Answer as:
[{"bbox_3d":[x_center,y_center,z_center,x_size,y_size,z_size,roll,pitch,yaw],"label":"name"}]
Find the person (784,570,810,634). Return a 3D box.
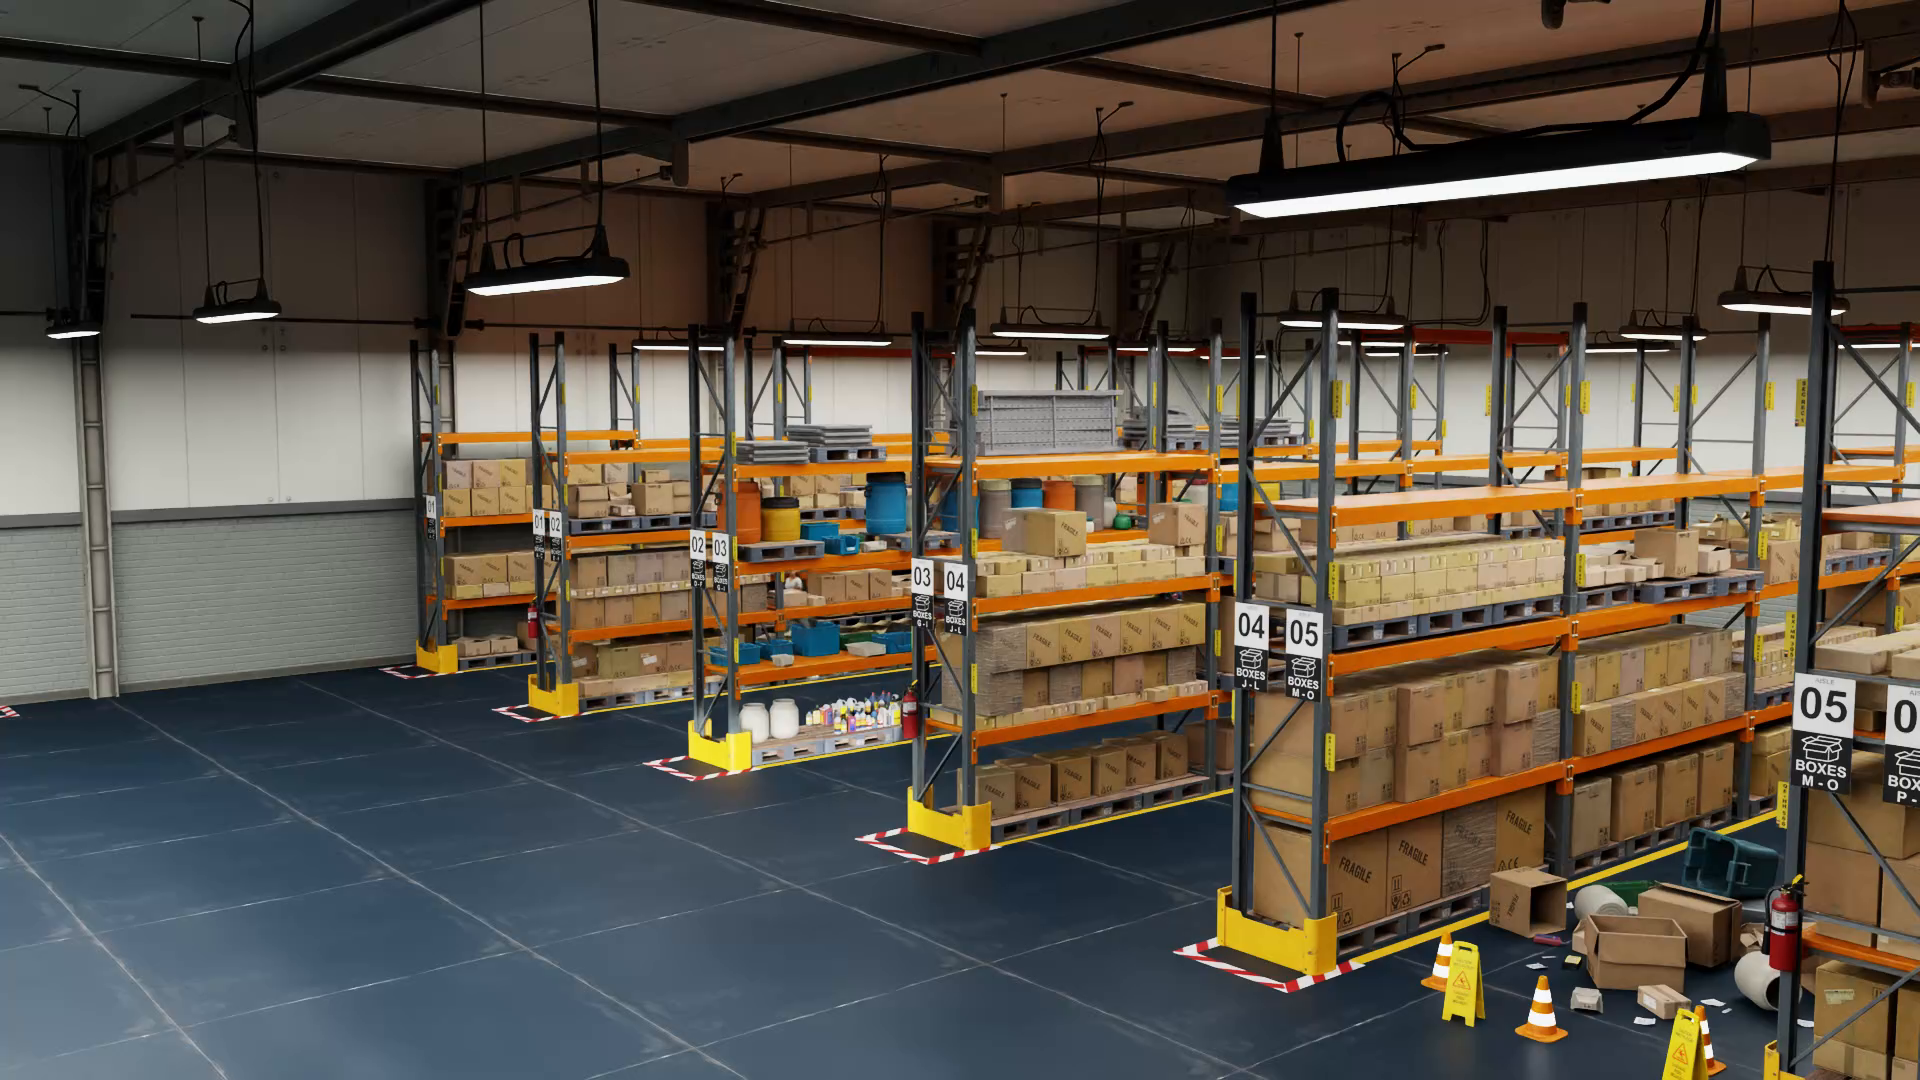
[{"bbox_3d":[-3.353,1.282,33.049,0.544,1.605,1.072,5,7,41],"label":"person"}]
